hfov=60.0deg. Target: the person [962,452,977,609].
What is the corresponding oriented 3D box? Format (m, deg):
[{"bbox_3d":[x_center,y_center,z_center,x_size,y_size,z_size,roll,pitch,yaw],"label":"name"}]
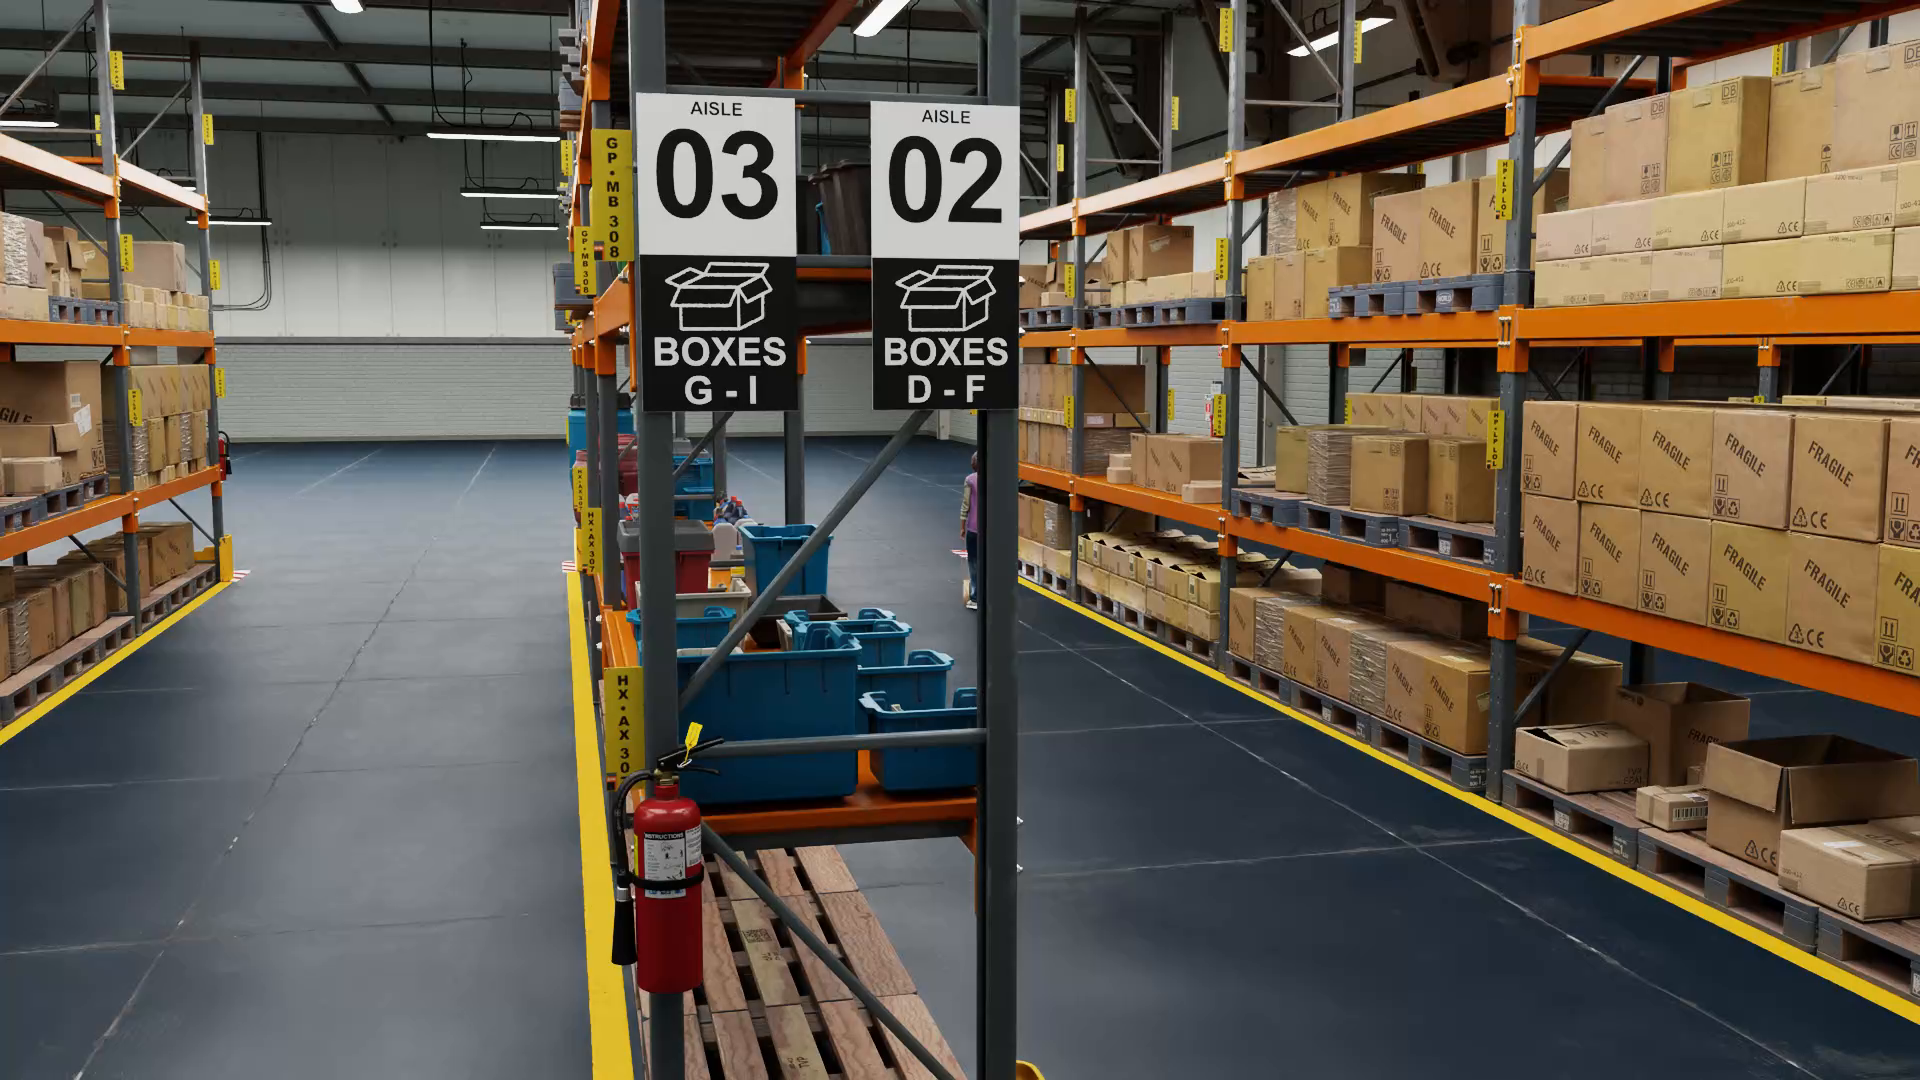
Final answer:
[{"bbox_3d":[0.241,-0.097,16.749,0.469,1.592,0.353,-2,7,-14],"label":"person"}]
